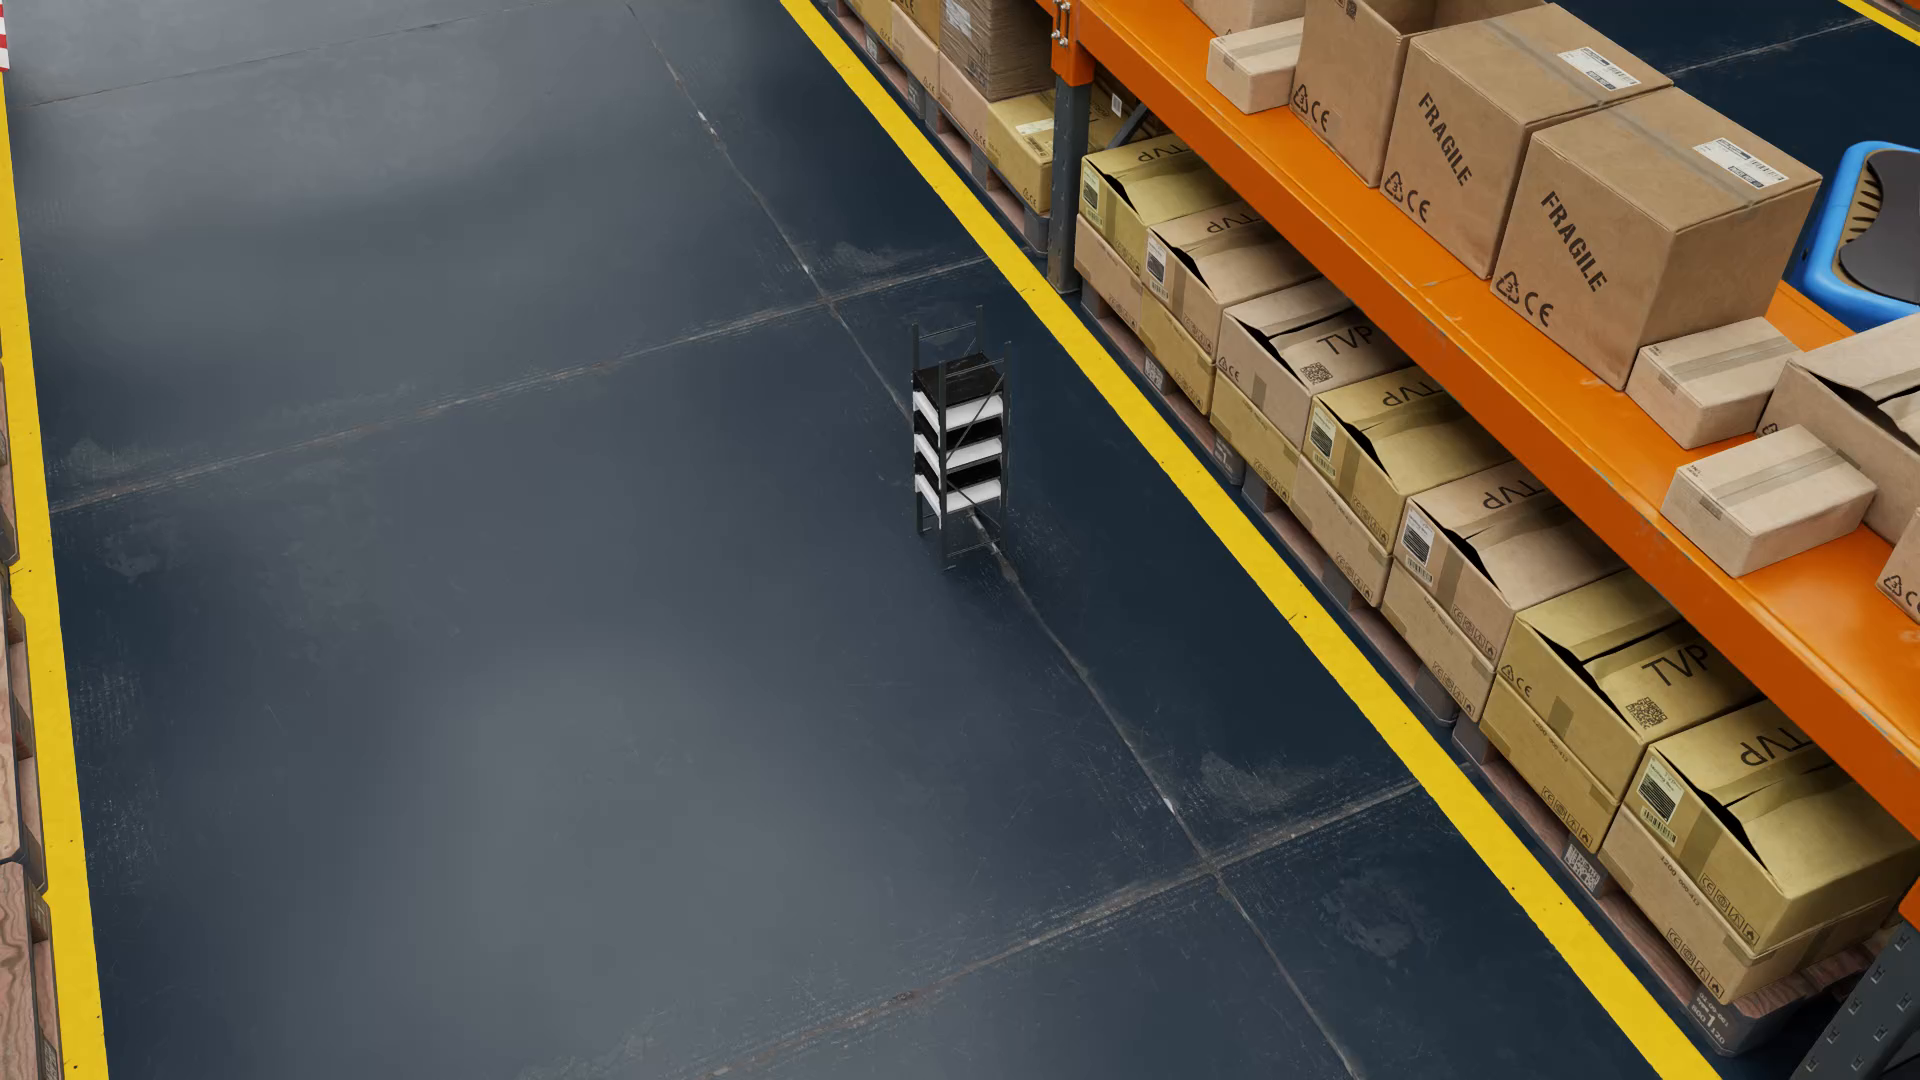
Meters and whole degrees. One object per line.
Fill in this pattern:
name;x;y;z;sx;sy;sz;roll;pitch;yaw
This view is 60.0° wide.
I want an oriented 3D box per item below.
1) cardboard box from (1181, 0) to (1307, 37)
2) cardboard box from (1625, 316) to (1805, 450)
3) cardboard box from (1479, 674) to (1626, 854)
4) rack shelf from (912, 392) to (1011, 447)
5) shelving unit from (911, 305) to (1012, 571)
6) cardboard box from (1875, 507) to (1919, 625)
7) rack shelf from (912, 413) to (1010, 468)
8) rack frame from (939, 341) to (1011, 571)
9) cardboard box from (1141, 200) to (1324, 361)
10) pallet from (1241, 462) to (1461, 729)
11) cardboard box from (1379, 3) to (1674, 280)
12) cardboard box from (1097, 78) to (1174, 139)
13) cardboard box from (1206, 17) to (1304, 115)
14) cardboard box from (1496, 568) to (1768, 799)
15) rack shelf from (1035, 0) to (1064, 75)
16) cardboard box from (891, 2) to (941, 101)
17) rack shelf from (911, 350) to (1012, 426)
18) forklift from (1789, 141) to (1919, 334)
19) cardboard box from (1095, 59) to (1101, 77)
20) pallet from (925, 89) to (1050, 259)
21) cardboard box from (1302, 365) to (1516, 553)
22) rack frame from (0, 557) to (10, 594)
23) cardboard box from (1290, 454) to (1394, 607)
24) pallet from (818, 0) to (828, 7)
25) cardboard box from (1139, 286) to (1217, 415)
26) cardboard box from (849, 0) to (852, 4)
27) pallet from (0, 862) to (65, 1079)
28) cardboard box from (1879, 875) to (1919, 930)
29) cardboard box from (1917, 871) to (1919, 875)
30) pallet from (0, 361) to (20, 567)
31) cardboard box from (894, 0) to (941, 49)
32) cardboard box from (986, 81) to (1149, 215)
cardboard box;1.081;-1.887;5.634;0.500;0.250;0.500;-15;47;-15
cardboard box;1.929;-0.399;4.198;0.380;0.149;0.250;-15;47;-14
cardboard box;1.854;0.546;4.720;0.500;0.250;0.500;-19;48;-18
rack shelf;0.003;-0.420;5.326;0.258;0.077;0.200;-18;47;-17
shelving unit;0.003;-0.315;5.429;0.258;0.900;0.210;-18;47;-17
cardboard box;2.403;0.094;3.582;0.500;0.311;0.500;-15;47;-15
rack shelf;0.003;-0.355;5.389;0.258;0.077;0.200;-18;47;-17
rack frame;0.046;-0.250;5.363;0.240;0.900;0.006;-18;47;-17
cardboard box;0.988;-0.955;5.841;0.500;0.311;0.500;-19;48;-18
pallet;1.696;-0.013;5.612;1.003;0.211;1.213;-18;47;-17
cardboard box;1.574;-1.128;4.686;0.500;0.500;0.500;-18;47;-17
cardboard box;0.914;-1.797;7.095;0.500;0.250;0.500;-18;47;-17
cardboard box;1.021;-1.527;5.341;0.380;0.149;0.250;-18;47;-17
cardboard box;1.848;0.347;4.522;0.500;0.311;0.500;-19;48;-18
rack shelf;-0.007;-3.260;7.431;1.077;0.370;4.000;-18;47;-17
cardboard box;0.016;-2.279;7.583;0.500;0.250;0.500;-18;47;-17
rack shelf;0.003;-0.484;5.262;0.258;0.077;0.200;-18;47;-17
forklift;4.094;-0.848;4.522;3.031;2.935;1.130;21;48;20
cardboard box;0.706;-2.384;7.155;0.500;0.500;0.500;-18;47;-17
pallet;0.538;-1.768;7.392;1.003;0.211;1.213;-18;47;-17
cardboard box;1.429;-0.296;5.173;0.500;0.311;0.500;-17;47;-16
rack frame;-3.662;-0.781;4.406;1.000;3.000;0.127;-18;47;-17
cardboard box;1.426;-0.102;5.377;0.500;0.250;0.500;-17;47;-17
pallet;-0.488;-3.323;8.968;1.003;0.211;1.213;-18;47;-17
cardboard box;0.993;-0.756;6.039;0.500;0.250;0.500;-17;47;-16
cardboard box;-0.401;-2.918;8.230;0.500;0.250;0.500;-18;47;-17
pallet;-2.779;1.479;4.101;1.003;0.211;1.213;-18;47;-17
cardboard box;2.562;0.716;4.547;0.500;0.250;0.500;-18;47;-18
cardboard box;2.562;0.517;4.350;0.500;0.311;0.500;-17;47;-16
pallet;-3.906;-0.229;5.832;1.003;0.211;1.213;-18;47;-17
cardboard box;0.027;-2.550;7.323;0.500;0.500;0.500;-18;47;-17
cardboard box;0.441;-1.643;6.939;0.500;0.250;0.500;-18;47;-17
